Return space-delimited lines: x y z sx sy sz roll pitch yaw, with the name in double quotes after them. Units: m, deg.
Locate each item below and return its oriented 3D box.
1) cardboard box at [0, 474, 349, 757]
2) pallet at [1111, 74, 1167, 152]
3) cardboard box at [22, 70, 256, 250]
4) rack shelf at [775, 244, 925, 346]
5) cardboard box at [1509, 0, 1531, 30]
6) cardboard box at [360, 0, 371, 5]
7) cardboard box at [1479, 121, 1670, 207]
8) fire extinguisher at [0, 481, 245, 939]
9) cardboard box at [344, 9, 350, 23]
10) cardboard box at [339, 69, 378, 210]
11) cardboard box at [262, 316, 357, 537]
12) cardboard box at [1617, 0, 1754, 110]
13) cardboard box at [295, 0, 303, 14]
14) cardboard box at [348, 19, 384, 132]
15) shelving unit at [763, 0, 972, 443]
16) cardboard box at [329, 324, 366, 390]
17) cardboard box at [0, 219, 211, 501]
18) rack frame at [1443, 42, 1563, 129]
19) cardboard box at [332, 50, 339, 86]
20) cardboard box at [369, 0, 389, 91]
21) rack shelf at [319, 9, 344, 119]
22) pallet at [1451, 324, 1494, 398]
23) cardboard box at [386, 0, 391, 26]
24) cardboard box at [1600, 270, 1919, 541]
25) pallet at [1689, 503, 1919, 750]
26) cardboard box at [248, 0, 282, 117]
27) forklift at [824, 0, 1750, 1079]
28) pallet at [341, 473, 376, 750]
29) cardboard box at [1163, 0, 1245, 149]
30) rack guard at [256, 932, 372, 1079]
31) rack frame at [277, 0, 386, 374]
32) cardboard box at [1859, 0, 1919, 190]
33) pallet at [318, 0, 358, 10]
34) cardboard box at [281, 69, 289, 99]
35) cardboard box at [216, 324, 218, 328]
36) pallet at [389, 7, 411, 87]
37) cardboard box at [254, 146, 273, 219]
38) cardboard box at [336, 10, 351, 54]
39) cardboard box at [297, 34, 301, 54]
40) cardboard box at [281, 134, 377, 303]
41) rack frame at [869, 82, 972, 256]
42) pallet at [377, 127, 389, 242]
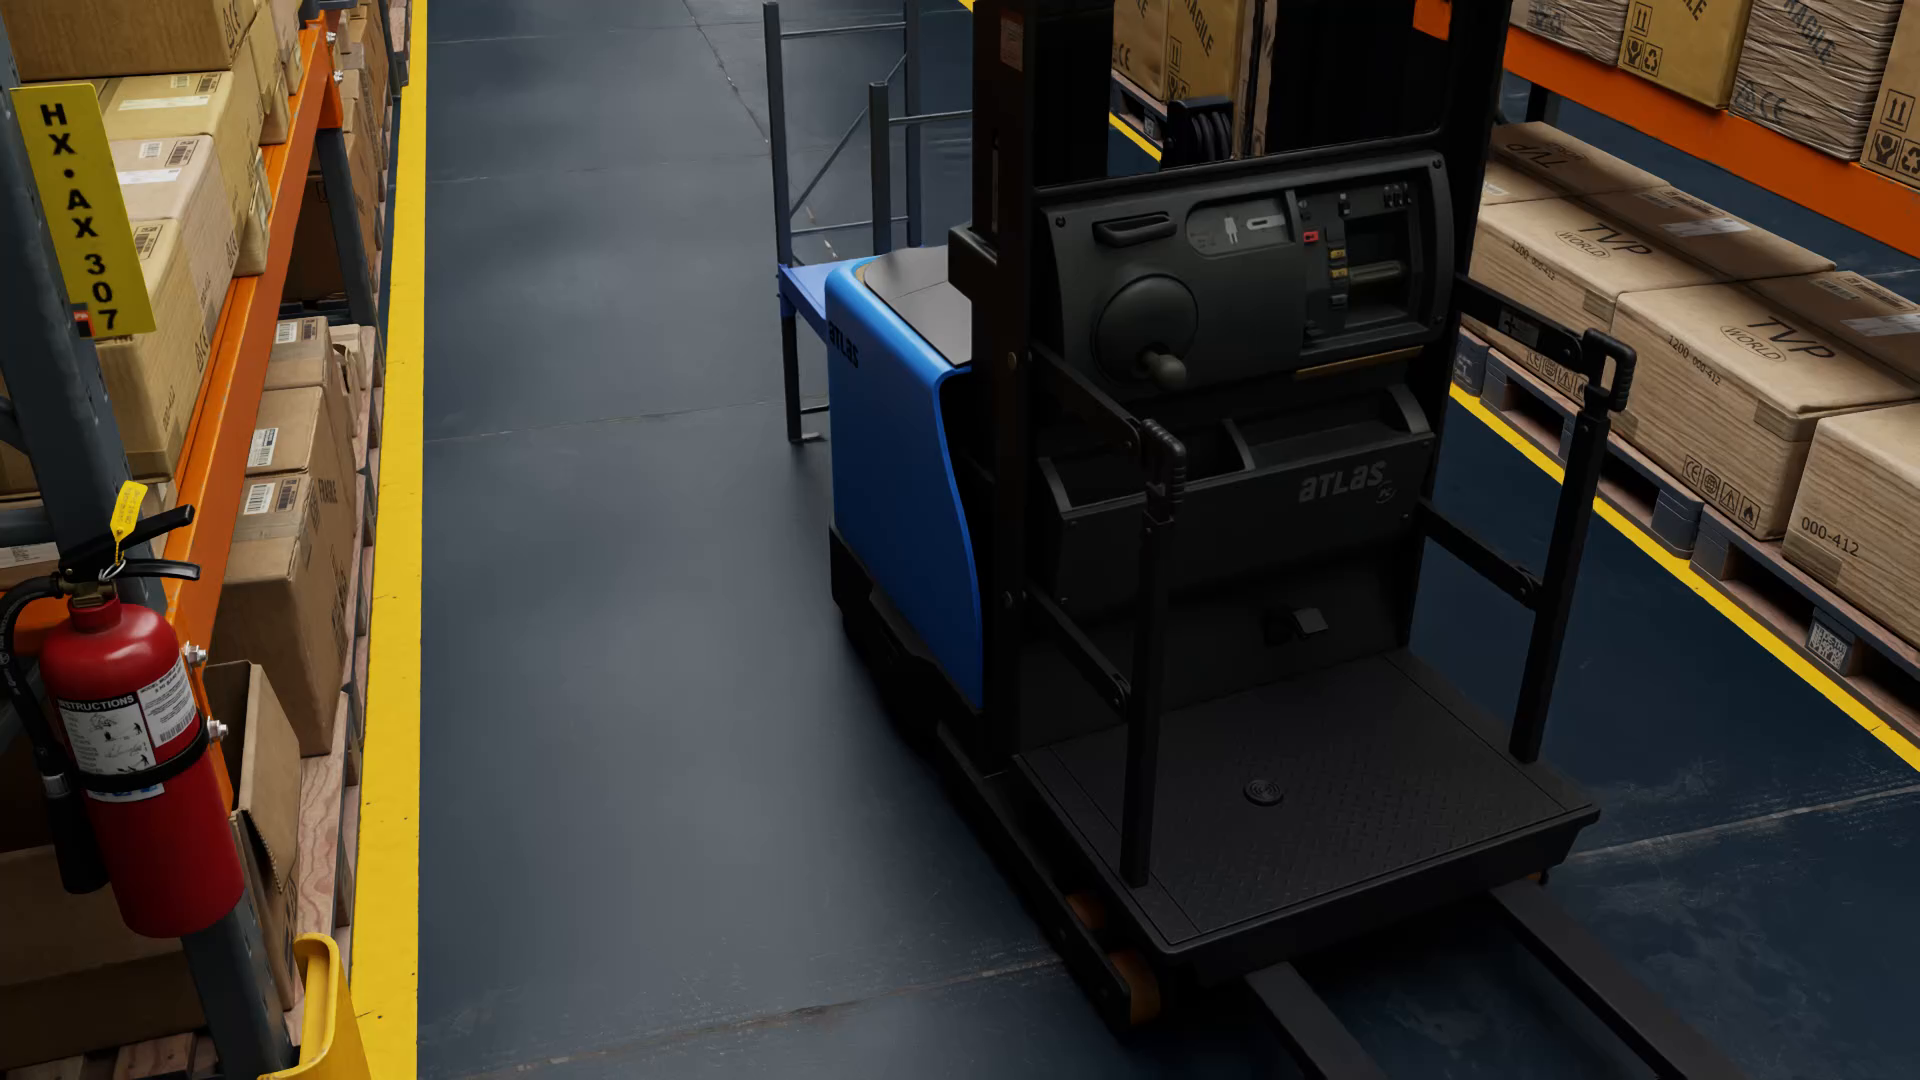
-1.890 0.211 3.967 0.700 0.500 0.500 -7 31 -11 "cardboard box"
1.489 -2.303 9.018 1.003 0.211 1.213 -8 31 -13 "pallet"
-1.762 -0.770 3.438 0.500 0.250 0.500 -8 31 -14 "cardboard box"
-0.183 -0.650 5.235 0.538 0.185 1.000 -11 32 -18 "rack shelf"
2.095 -2.095 5.775 0.500 0.500 0.500 -8 31 -13 "cardboard box"
-3.275 -2.875 8.651 0.380 0.149 0.250 -9 31 -16 "cardboard box"
2.157 -1.312 6.661 0.875 0.438 0.875 -8 31 -14 "cardboard box"
-1.145 0.242 2.288 0.296 0.674 0.183 -8 31 -13 "fire extinguisher"
-3.222 -2.608 8.190 0.380 0.149 0.250 -7 31 -12 "cardboard box"
-2.882 -1.756 7.365 0.500 0.500 0.500 -9 31 -15 "cardboard box"
-2.165 -0.290 4.833 0.700 0.500 0.500 -9 31 -15 "cardboard box"
2.358 -1.605 4.929 0.500 0.500 0.500 -7 31 -12 "cardboard box"
-2.321 -1.745 5.123 0.500 0.250 0.500 -7 31 -12 "cardboard box"
-3.169 -2.255 8.228 0.500 0.500 0.500 -7 31 -11 "cardboard box"
-0.183 -0.806 5.145 0.538 1.500 1.048 -11 32 -18 "shelving unit"
-2.260 -0.613 5.741 0.380 0.149 0.250 -9 31 -15 "cardboard box"
-1.490 -0.282 2.595 0.500 0.250 0.500 -8 31 -13 "cardboard box"
2.093 -2.557 6.673 1.000 3.000 0.127 -8 31 -13 "rack frame"
-2.873 -1.986 7.116 0.380 0.149 0.250 -8 31 -13 "cardboard box"
-3.433 -2.751 9.085 0.500 0.500 0.500 -7 31 -12 "cardboard box"
-3.222 -2.549 7.378 1.077 0.370 4.000 -8 31 -13 "rack shelf"
2.220 -0.972 6.719 1.003 0.211 1.213 -8 31 -13 "pallet"
-3.905 -3.284 9.880 0.875 0.625 0.625 -7 31 -12 "cardboard box"
2.632 -0.444 5.161 0.875 0.438 0.875 -7 31 -12 "cardboard box"
2.867 0.206 4.683 1.003 0.211 1.213 -8 31 -13 "pallet"
-2.054 -1.262 4.290 0.500 0.250 0.500 -8 31 -14 "cardboard box"
0.691 -0.495 3.180 1.130 2.935 3.031 -13 32 -21 "forklift"
-2.182 0.234 4.635 1.003 0.211 1.213 -8 31 -13 "pallet"
1.604 -2.543 8.351 0.875 0.875 0.875 -7 31 -12 "cardboard box"
-1.650 1.082 2.881 1.175 0.500 0.348 -8 31 -13 "rack guard"
-2.691 -1.895 5.529 1.000 3.000 0.127 -8 31 -13 "rack frame"
2.653 -1.110 4.074 0.500 0.500 0.500 -8 31 -14 "cardboard box"
-2.798 -2.212 6.269 1.003 0.211 1.213 -8 31 -13 "pallet"
-2.137 -1.290 4.735 0.380 0.149 0.250 -7 31 -12 "cardboard box"
-1.676 -0.419 3.230 0.380 0.149 0.250 -7 31 -12 "cardboard box"
-3.934 -3.023 10.261 1.003 0.211 1.213 -8 31 -13 "pallet"
-1.836 -0.803 3.893 0.380 0.149 0.250 -7 31 -12 "cardboard box"
-3.053 -2.358 7.759 0.380 0.149 0.250 -9 31 -16 "cardboard box"
-2.273 -1.543 5.172 0.380 0.149 0.250 -7 31 -12 "cardboard box"
-2.603 -1.258 6.506 0.500 0.500 0.500 -7 31 -11 "cardboard box"
0.003 -0.569 4.735 0.500 1.500 0.032 -11 32 -18 "rack frame"
-3.271 -1.666 7.918 1.003 0.211 1.213 -8 31 -13 "pallet"
